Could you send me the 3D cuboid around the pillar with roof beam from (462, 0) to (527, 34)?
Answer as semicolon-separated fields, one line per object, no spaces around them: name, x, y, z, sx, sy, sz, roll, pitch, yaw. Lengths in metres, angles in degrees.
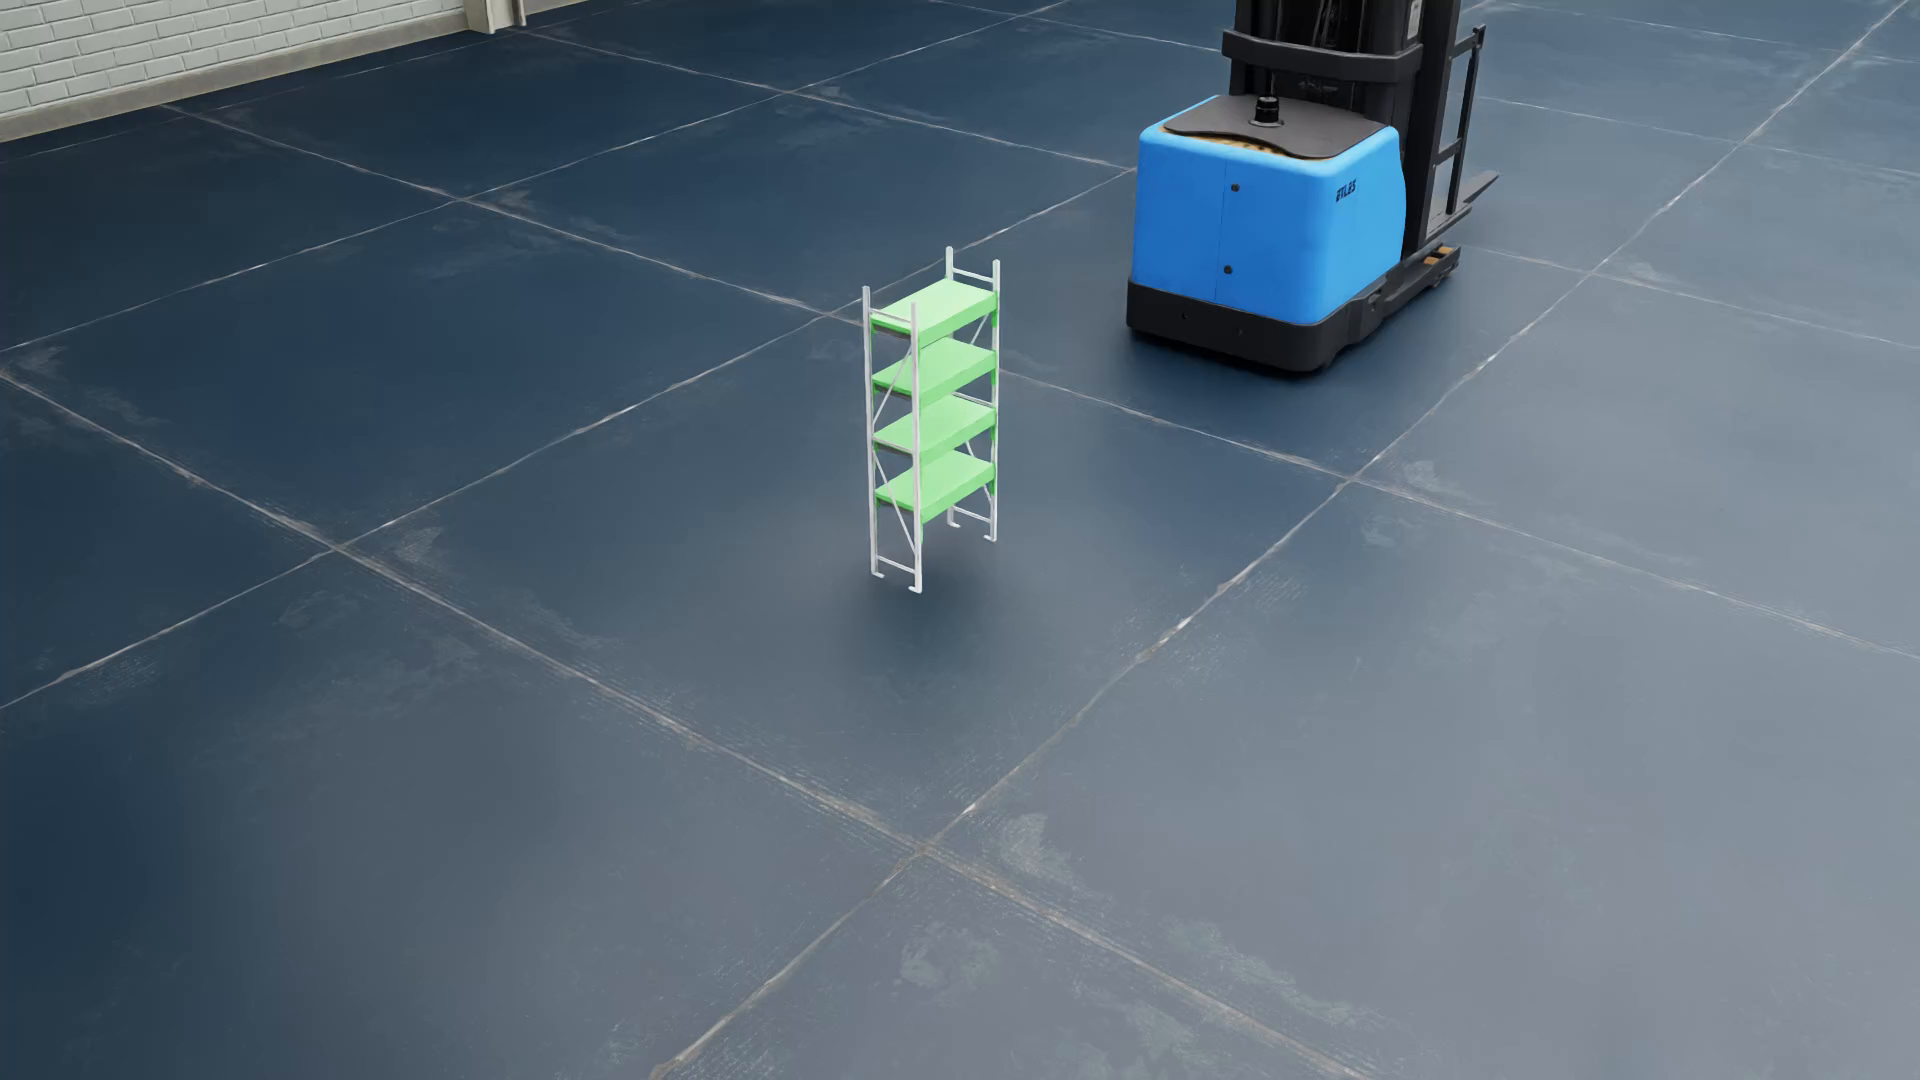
pillar with roof beam;-0.492;-6.894;9.556;9.100;9.000;0.400;21;37;31

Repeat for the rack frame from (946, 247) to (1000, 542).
rack frame;0.047;-0.548;6.498;0.240;1.200;0.015;21;37;31

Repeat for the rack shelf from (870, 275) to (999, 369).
rack shelf;-0.100;-0.807;6.118;0.258;0.148;0.480;21;37;31

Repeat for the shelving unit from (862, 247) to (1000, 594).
shelving unit;-0.100;-0.449;6.331;0.258;1.200;0.503;21;37;31

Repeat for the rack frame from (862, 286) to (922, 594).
rack frame;-0.247;-0.350;6.163;0.240;1.200;0.015;21;37;31

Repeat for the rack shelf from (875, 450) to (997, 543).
rack shelf;-0.100;-0.187;6.486;0.258;0.148;0.480;21;37;31

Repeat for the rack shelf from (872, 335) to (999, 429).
rack shelf;-0.100;-0.600;6.241;0.258;0.148;0.480;21;37;31

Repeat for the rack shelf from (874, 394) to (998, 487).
rack shelf;-0.100;-0.394;6.363;0.258;0.148;0.480;21;37;31

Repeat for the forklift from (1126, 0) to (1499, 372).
forklift;2.112;-2.766;8.543;1.130;2.935;3.031;20;36;30
